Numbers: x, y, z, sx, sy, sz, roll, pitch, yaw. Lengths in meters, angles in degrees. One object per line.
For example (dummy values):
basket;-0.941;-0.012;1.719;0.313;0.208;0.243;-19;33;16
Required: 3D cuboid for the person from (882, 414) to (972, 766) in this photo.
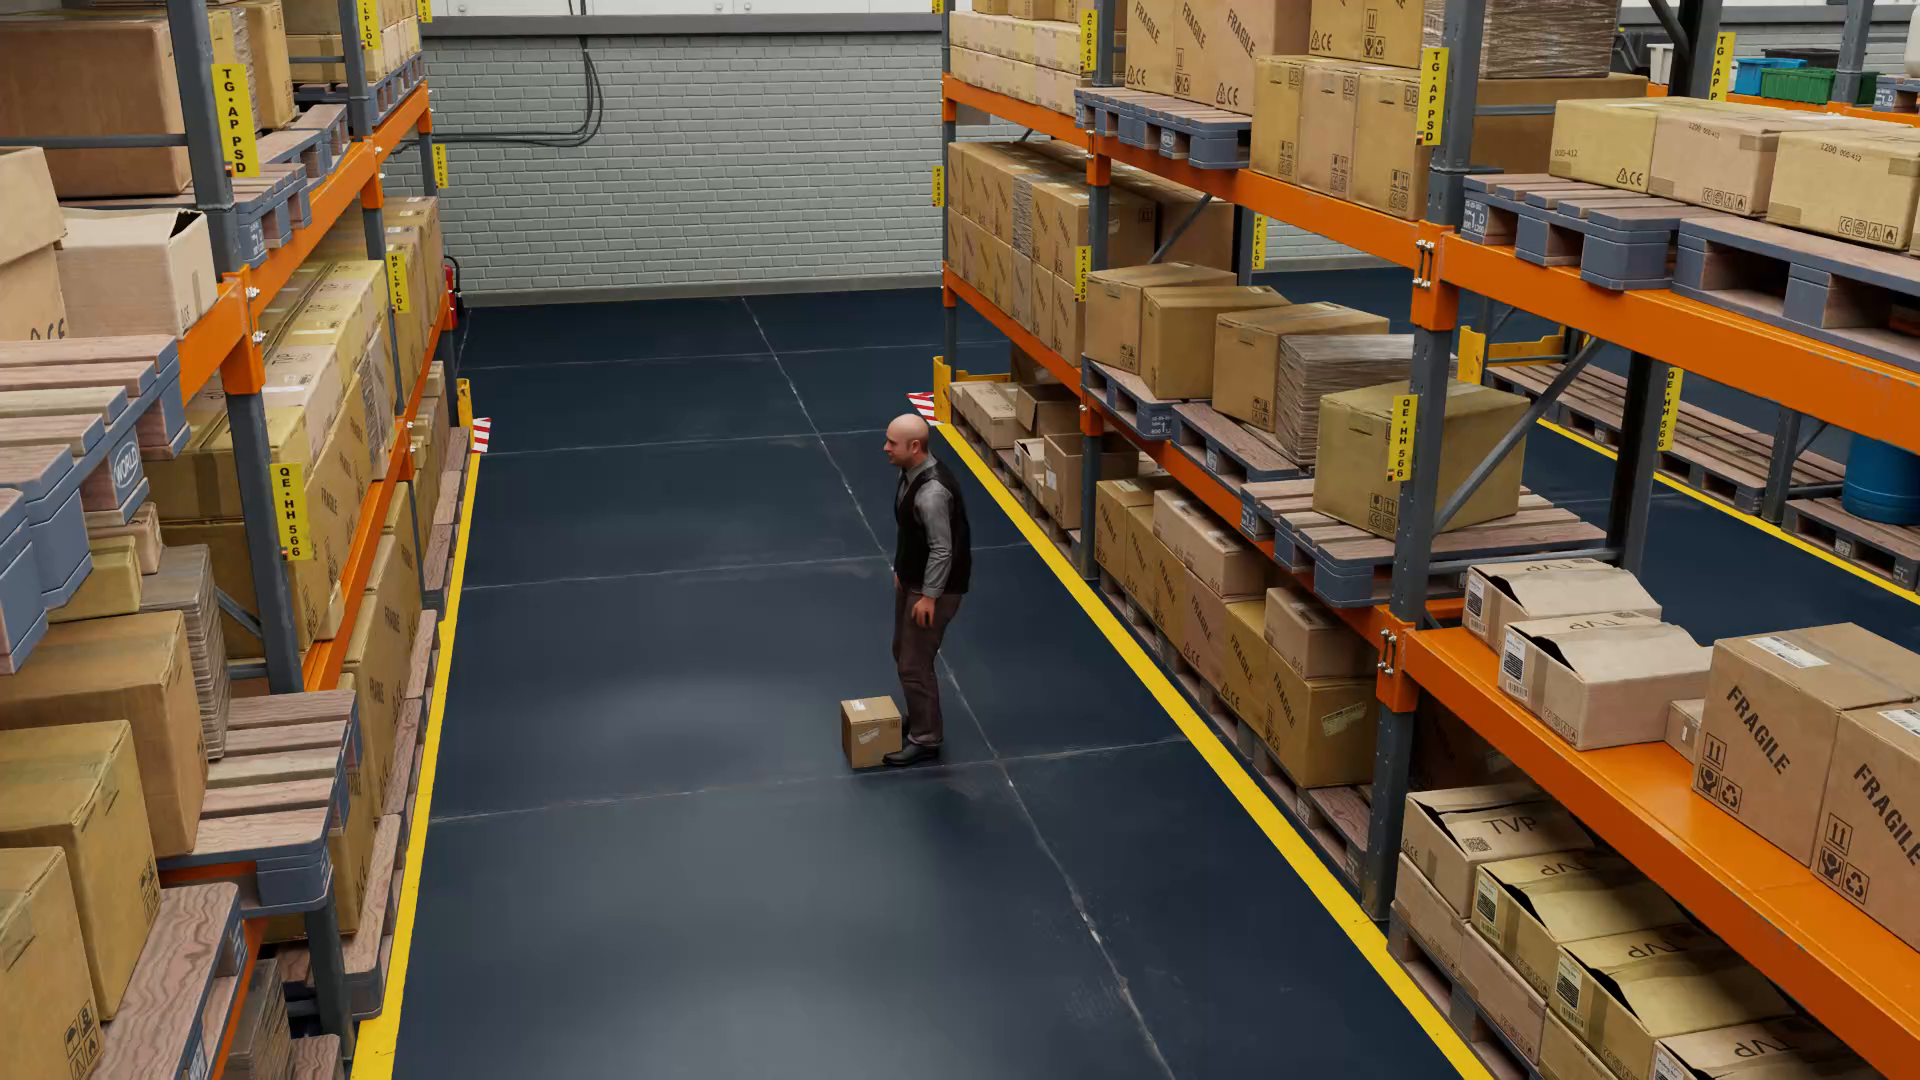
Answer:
person;-0.186;0.271;7.995;0.467;1.617;0.579;-5;20;-13
